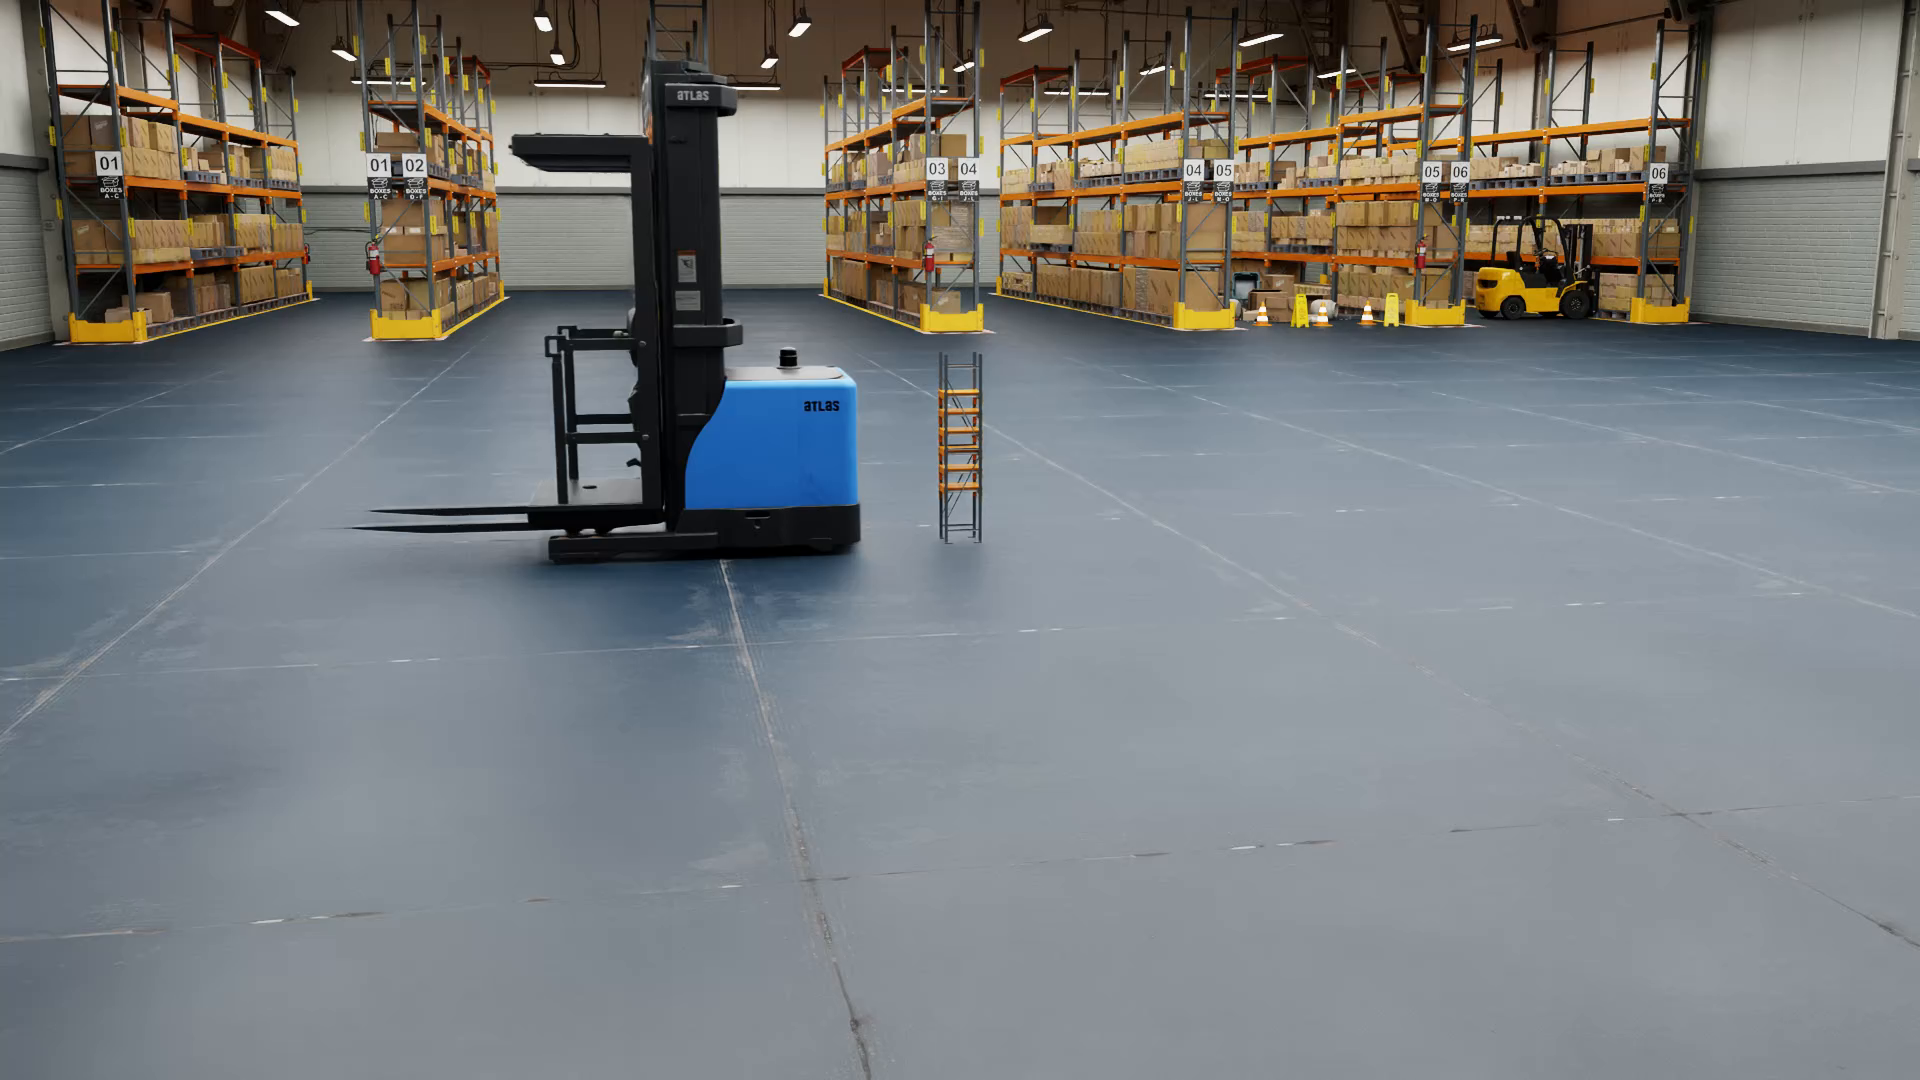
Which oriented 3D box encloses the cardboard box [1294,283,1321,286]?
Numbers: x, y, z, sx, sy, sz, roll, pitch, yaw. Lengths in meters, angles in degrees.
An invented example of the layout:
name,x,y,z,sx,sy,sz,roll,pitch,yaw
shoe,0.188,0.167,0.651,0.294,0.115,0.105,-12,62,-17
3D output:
name,x,y,z,sx,sy,sz,roll,pitch,yaw
cardboard box,8.276,-5.948,39.830,0.950,0.372,0.625,-2,11,-12

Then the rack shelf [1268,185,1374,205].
name,x,y,z,sx,sy,sz,roll,pitch,yaw
rack shelf,8.414,-8.025,38.739,1.077,0.370,4.000,-2,11,-11

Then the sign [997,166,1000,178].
name,x,y,z,sx,sy,sz,roll,pitch,yaw
sign,1.101,-10.424,47.079,0.100,0.325,0.005,-2,11,-11

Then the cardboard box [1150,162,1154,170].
name,x,y,z,sx,sy,sz,roll,pitch,yaw
cardboard box,4.052,-7.540,33.547,0.380,0.149,0.250,-2,11,-10

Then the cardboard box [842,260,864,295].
name,x,y,z,sx,sy,sz,roll,pitch,yaw
cardboard box,-2.330,-6.691,42.387,1.225,0.875,0.875,-2,11,-11

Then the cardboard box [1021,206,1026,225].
name,x,y,z,sx,sy,sz,roll,pitch,yaw
cardboard box,1.949,-8.664,44.458,0.500,0.500,0.500,-2,11,-13

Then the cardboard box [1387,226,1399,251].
name,x,y,z,sx,sy,sz,roll,pitch,yaw
cardboard box,9.112,-6.181,34.087,0.500,0.500,0.500,-2,11,-11

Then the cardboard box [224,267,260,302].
name,x,y,z,sx,sy,sz,roll,pitch,yaw
cardboard box,-16.451,-5.822,37.887,0.750,0.750,0.750,-2,11,-11

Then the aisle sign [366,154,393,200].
name,x,y,z,sx,sy,sz,roll,pitch,yaw
aisle sign,-10.133,-6.339,29.025,0.394,0.787,0.004,-2,11,-11

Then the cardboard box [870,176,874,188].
name,x,y,z,sx,sy,sz,roll,pitch,yaw
cardboard box,-1.755,-8.122,37.723,0.500,0.250,0.500,-2,11,-10

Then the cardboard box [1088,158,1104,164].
name,x,y,z,sx,sy,sz,roll,pitch,yaw
cardboard box,3.281,-9.151,40.414,0.396,0.266,0.258,-2,11,-11

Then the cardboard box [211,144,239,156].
name,x,y,z,sx,sy,sz,roll,pitch,yaw
cardboard box,-16.885,-8.945,38.198,0.500,0.250,0.500,-2,11,-13

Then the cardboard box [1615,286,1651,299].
name,x,y,z,sx,sy,sz,roll,pitch,yaw
cardboard box,14.048,-5.165,34.703,0.500,0.250,0.500,-2,11,-12

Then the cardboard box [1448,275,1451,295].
name,x,y,z,sx,sy,sz,roll,pitch,yaw
cardboard box,12.600,-6.501,42.392,0.500,0.500,0.500,-2,11,-9

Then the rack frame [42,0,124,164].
name,x,y,z,sx,sy,sz,roll,pitch,yaw
rack frame,-14.716,-7.851,27.877,1.000,3.000,0.127,-2,11,-11

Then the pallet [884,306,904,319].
name,x,y,z,sx,sy,sz,roll,pitch,yaw
pallet,-1.071,-4.951,36.142,1.003,0.211,1.213,-2,11,-11

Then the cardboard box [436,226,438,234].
name,x,y,z,sx,sy,sz,roll,pitch,yaw
cardboard box,-10.021,-5.814,31.218,0.380,0.149,0.250,-2,11,-10

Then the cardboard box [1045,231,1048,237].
name,x,y,z,sx,sy,sz,roll,pitch,yaw
cardboard box,2.343,-7.660,41.673,0.380,0.149,0.250,-2,11,-12

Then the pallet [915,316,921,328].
name,x,y,z,sx,sy,sz,roll,pitch,yaw
pallet,-0.278,-4.238,32.400,1.003,0.211,1.213,-2,11,-11

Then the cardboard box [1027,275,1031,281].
name,x,y,z,sx,sy,sz,roll,pitch,yaw
cardboard box,1.998,-7.006,44.394,0.380,0.149,0.250,-2,11,-10

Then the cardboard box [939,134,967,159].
name,x,y,z,sx,sy,sz,roll,pitch,yaw
cardboard box,-0.164,-7.641,32.395,0.500,0.500,0.500,-2,11,-11

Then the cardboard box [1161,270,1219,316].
name,x,y,z,sx,sy,sz,roll,pitch,yaw
cardboard box,4.548,-4.890,32.927,0.875,0.875,0.875,-2,11,-11

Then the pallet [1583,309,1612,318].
name,x,y,z,sx,sy,sz,roll,pitch,yaw
pallet,14.025,-4.978,36.285,1.003,0.211,1.213,-2,11,-11

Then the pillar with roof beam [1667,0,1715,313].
name,x,y,z,sx,sy,sz,roll,pitch,yaw
pillar with roof beam,10.975,-8.937,33.582,9.100,9.000,0.548,-2,11,-11

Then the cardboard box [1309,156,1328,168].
name,x,y,z,sx,sy,sz,roll,pitch,yaw
cardboard box,8.345,-8.678,38.185,0.500,0.250,0.500,-2,11,-10

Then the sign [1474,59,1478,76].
name,x,y,z,sx,sy,sz,roll,pitch,yaw
sign,10.113,-9.269,32.618,0.100,0.325,0.005,-2,11,-11

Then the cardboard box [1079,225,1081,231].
name,x,y,z,sx,sy,sz,roll,pitch,yaw
cardboard box,3.140,-7.683,40.998,0.380,0.149,0.250,-3,11,-13

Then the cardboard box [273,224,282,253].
name,x,y,z,sx,sy,sz,roll,pitch,yaw
cardboard box,-17.140,-7.352,40.499,0.980,0.700,0.700,-2,11,-10

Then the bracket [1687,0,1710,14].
name,x,y,z,sx,sy,sz,roll,pitch,yaw
bracket,14.930,-10.772,33.600,0.235,0.232,0.430,-2,11,-11

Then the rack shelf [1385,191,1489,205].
name,x,y,z,sx,sy,sz,roll,pitch,yaw
rack shelf,12.504,-8.940,43.545,1.077,0.370,4.000,-2,11,-11

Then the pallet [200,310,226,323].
name,x,y,z,sx,sy,sz,roll,pitch,yaw
pallet,-15.888,-4.634,34.481,1.003,0.211,1.213,-2,11,-11

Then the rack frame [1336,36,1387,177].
name,x,y,z,sx,sy,sz,roll,pitch,yaw
rack frame,8.803,-9.485,36.464,1.000,3.000,0.127,-2,11,-11

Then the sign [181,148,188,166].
name,x,y,z,sx,sy,sz,roll,pitch,yaw
sign,-14.963,-7.386,32.074,0.100,0.325,0.005,-2,11,-11

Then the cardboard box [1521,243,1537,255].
name,x,y,z,sx,sy,sz,roll,pitch,yaw
cardboard box,13.316,-6.728,38.426,0.500,0.250,0.500,-2,11,-10

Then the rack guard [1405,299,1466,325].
name,x,y,z,sx,sy,sz,roll,pitch,yaw
rack guard,9.566,-4.590,33.477,1.175,0.500,0.348,-2,11,-11

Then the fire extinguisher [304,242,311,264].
name,x,y,z,sx,sy,sz,roll,pitch,yaw
fire extinguisher,-17.405,-7.661,44.131,0.296,0.674,0.183,-2,11,-11

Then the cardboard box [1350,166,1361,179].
name,x,y,z,sx,sy,sz,roll,pitch,yaw
cardboard box,8.729,-7.899,35.759,0.500,0.250,0.500,-2,11,-11

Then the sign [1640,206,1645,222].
name,x,y,z,sx,sy,sz,roll,pitch,yaw
sign,13.914,-6.654,33.901,0.100,0.325,0.005,-2,11,-11

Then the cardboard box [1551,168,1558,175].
name,x,y,z,sx,sy,sz,roll,pitch,yaw
cardboard box,13.460,-8.231,37.181,0.380,0.149,0.250,-2,11,-10

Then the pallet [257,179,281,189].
name,x,y,z,sx,sy,sz,roll,pitch,yaw
pallet,-17.199,-8.685,40.519,1.003,0.211,1.213,-2,11,-11

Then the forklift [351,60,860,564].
name,x,y,z,sx,sy,sz,roll,pitch,yaw
forklift,-2.180,-1.400,10.216,3.031,2.935,1.130,-2,11,-9

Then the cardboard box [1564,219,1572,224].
name,x,y,z,sx,sy,sz,roll,pitch,yaw
cardboard box,13.589,-7.022,36.768,0.380,0.149,0.250,-2,11,-10

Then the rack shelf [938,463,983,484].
name,x,y,z,sx,sy,sz,roll,pitch,yaw
rack shelf,0.003,-0.425,10.601,0.258,0.103,0.180,-2,11,-11

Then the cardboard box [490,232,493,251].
name,x,y,z,sx,sy,sz,roll,pitch,yaw
cardboard box,-12.221,-7.623,42.460,0.500,0.500,0.500,-2,11,-11

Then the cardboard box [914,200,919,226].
name,x,y,z,sx,sy,sz,roll,pitch,yaw
cardboard box,-0.592,-6.314,32.110,0.500,0.500,0.500,-2,11,-11

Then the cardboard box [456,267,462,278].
name,x,y,z,sx,sy,sz,roll,pitch,yaw
cardboard box,-12.142,-6.361,39.597,0.500,0.250,0.500,-2,11,-11

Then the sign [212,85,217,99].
name,x,y,z,sx,sy,sz,roll,pitch,yaw
sign,-17.599,-10.573,39.255,0.100,0.325,0.005,-2,11,-11

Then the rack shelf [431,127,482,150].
name,x,y,z,sx,sy,sz,roll,pitch,yaw
rack shelf,-11.803,-9.316,38.567,1.077,0.370,4.000,-2,11,-11

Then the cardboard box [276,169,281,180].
name,x,y,z,sx,sy,sz,roll,pitch,yaw
cardboard box,-17.011,-8.990,40.896,0.500,0.250,0.500,-2,11,-12

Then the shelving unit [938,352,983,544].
name,x,y,z,sx,sy,sz,roll,pitch,yaw
shelving unit,0.003,-0.587,10.570,0.258,1.200,0.189,-2,11,-11

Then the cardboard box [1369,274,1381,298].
name,x,y,z,sx,sy,sz,roll,pitch,yaw
cardboard box,8.973,-5.354,35.030,0.500,0.500,0.500,-2,11,-12

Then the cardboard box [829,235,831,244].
name,x,y,z,sx,sy,sz,roll,pitch,yaw
cardboard box,-3.316,-8.258,45.667,0.500,0.250,0.500,-2,11,-12

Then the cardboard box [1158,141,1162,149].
name,x,y,z,sx,sy,sz,roll,pitch,yaw
cardboard box,4.150,-7.839,32.985,0.380,0.149,0.250,-2,11,-11

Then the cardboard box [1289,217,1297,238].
name,x,y,z,sx,sy,sz,roll,pitch,yaw
cardboard box,8.104,-7.390,39.314,0.500,0.500,0.500,-2,11,-10
